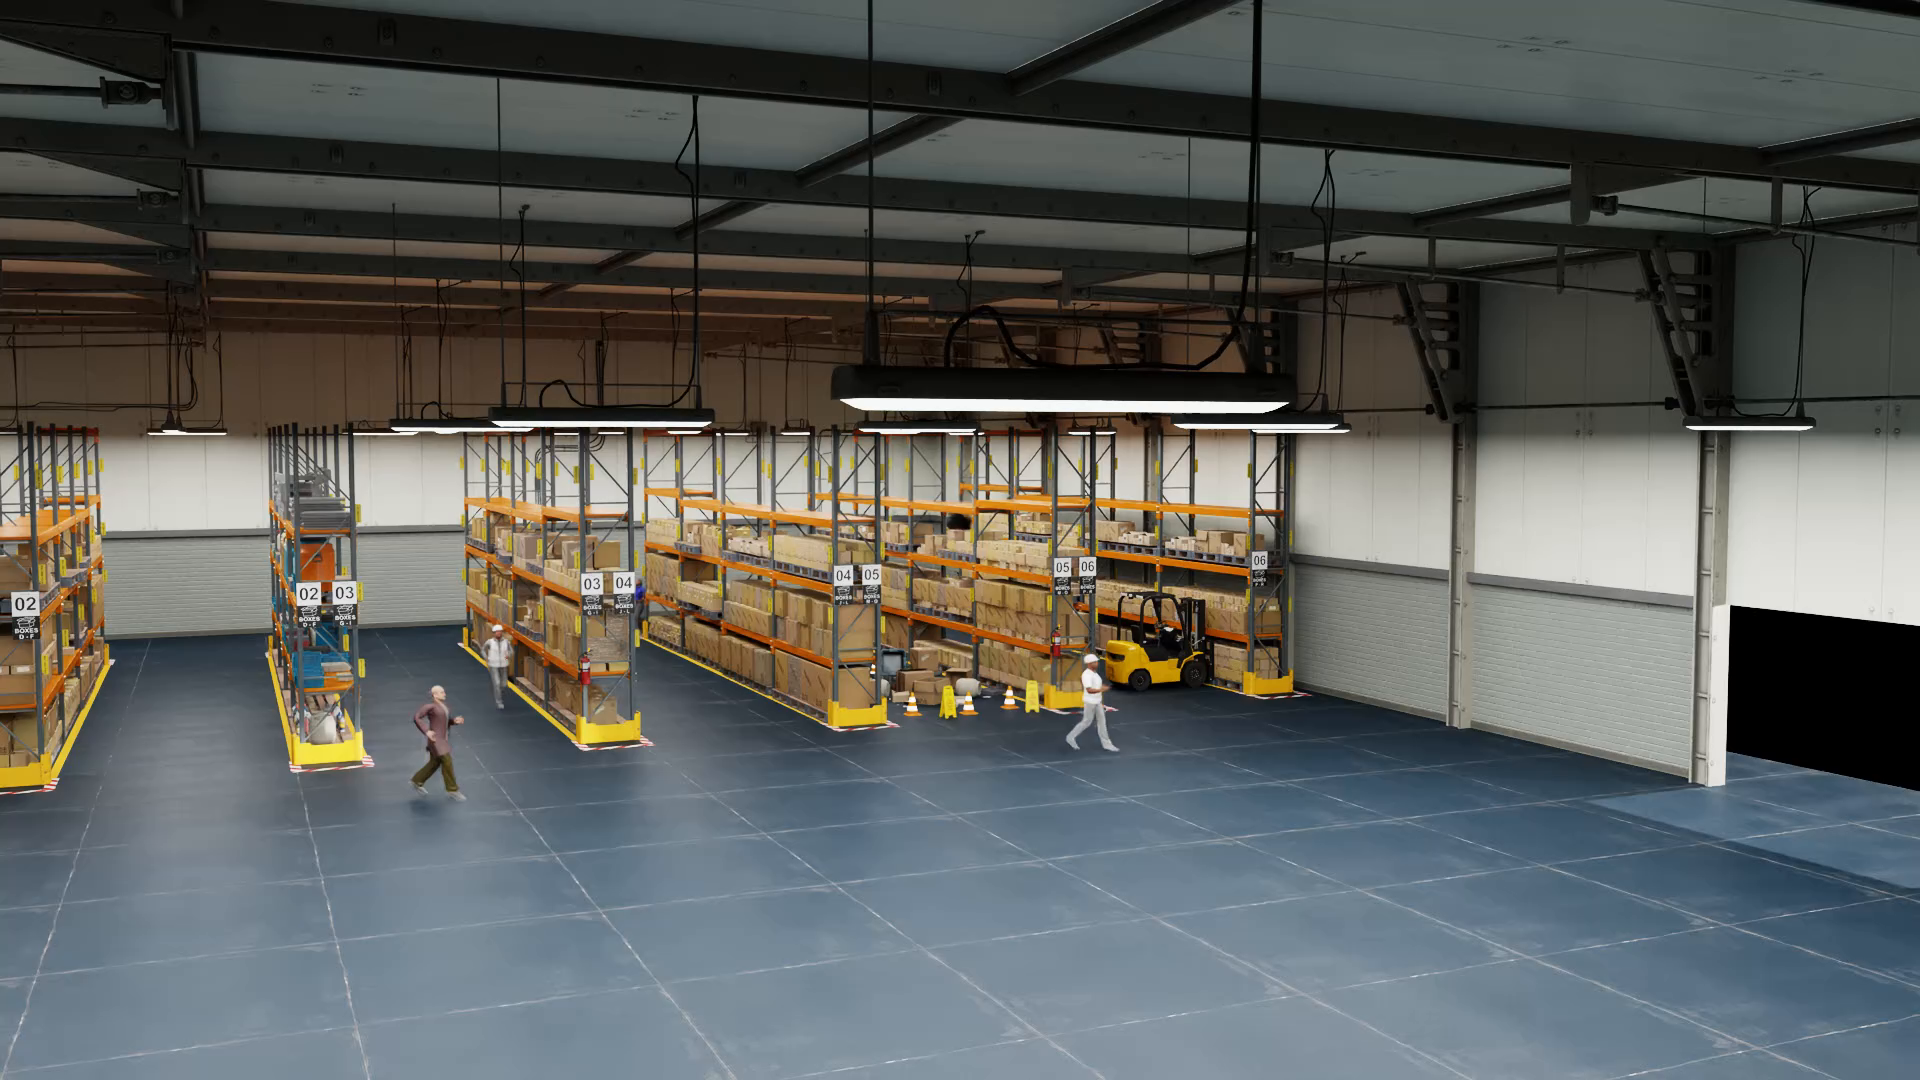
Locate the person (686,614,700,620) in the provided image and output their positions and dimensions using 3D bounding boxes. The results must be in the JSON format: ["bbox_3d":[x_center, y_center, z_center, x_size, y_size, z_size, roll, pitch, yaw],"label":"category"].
[{"bbox_3d":[-8.010,1.851,49.751,0.919,1.648,0.610,-3,5,-41],"label":"person"}]

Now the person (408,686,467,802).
[{"bbox_3d":[-8.318,3.180,26.325,0.923,1.754,0.684,0,3,2],"label":"person"}]

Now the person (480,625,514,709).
[{"bbox_3d":[-9.817,2.678,35.369,0.676,1.761,0.802,-2,4,-31],"label":"person"}]

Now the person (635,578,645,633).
[{"bbox_3d":[-9.450,1.934,48.941,0.603,1.614,0.543,3,5,44],"label":"person"}]

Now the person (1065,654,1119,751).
[{"bbox_3d":[2.409,2.952,30.229,0.983,1.760,0.694,1,4,19],"label":"person"}]
